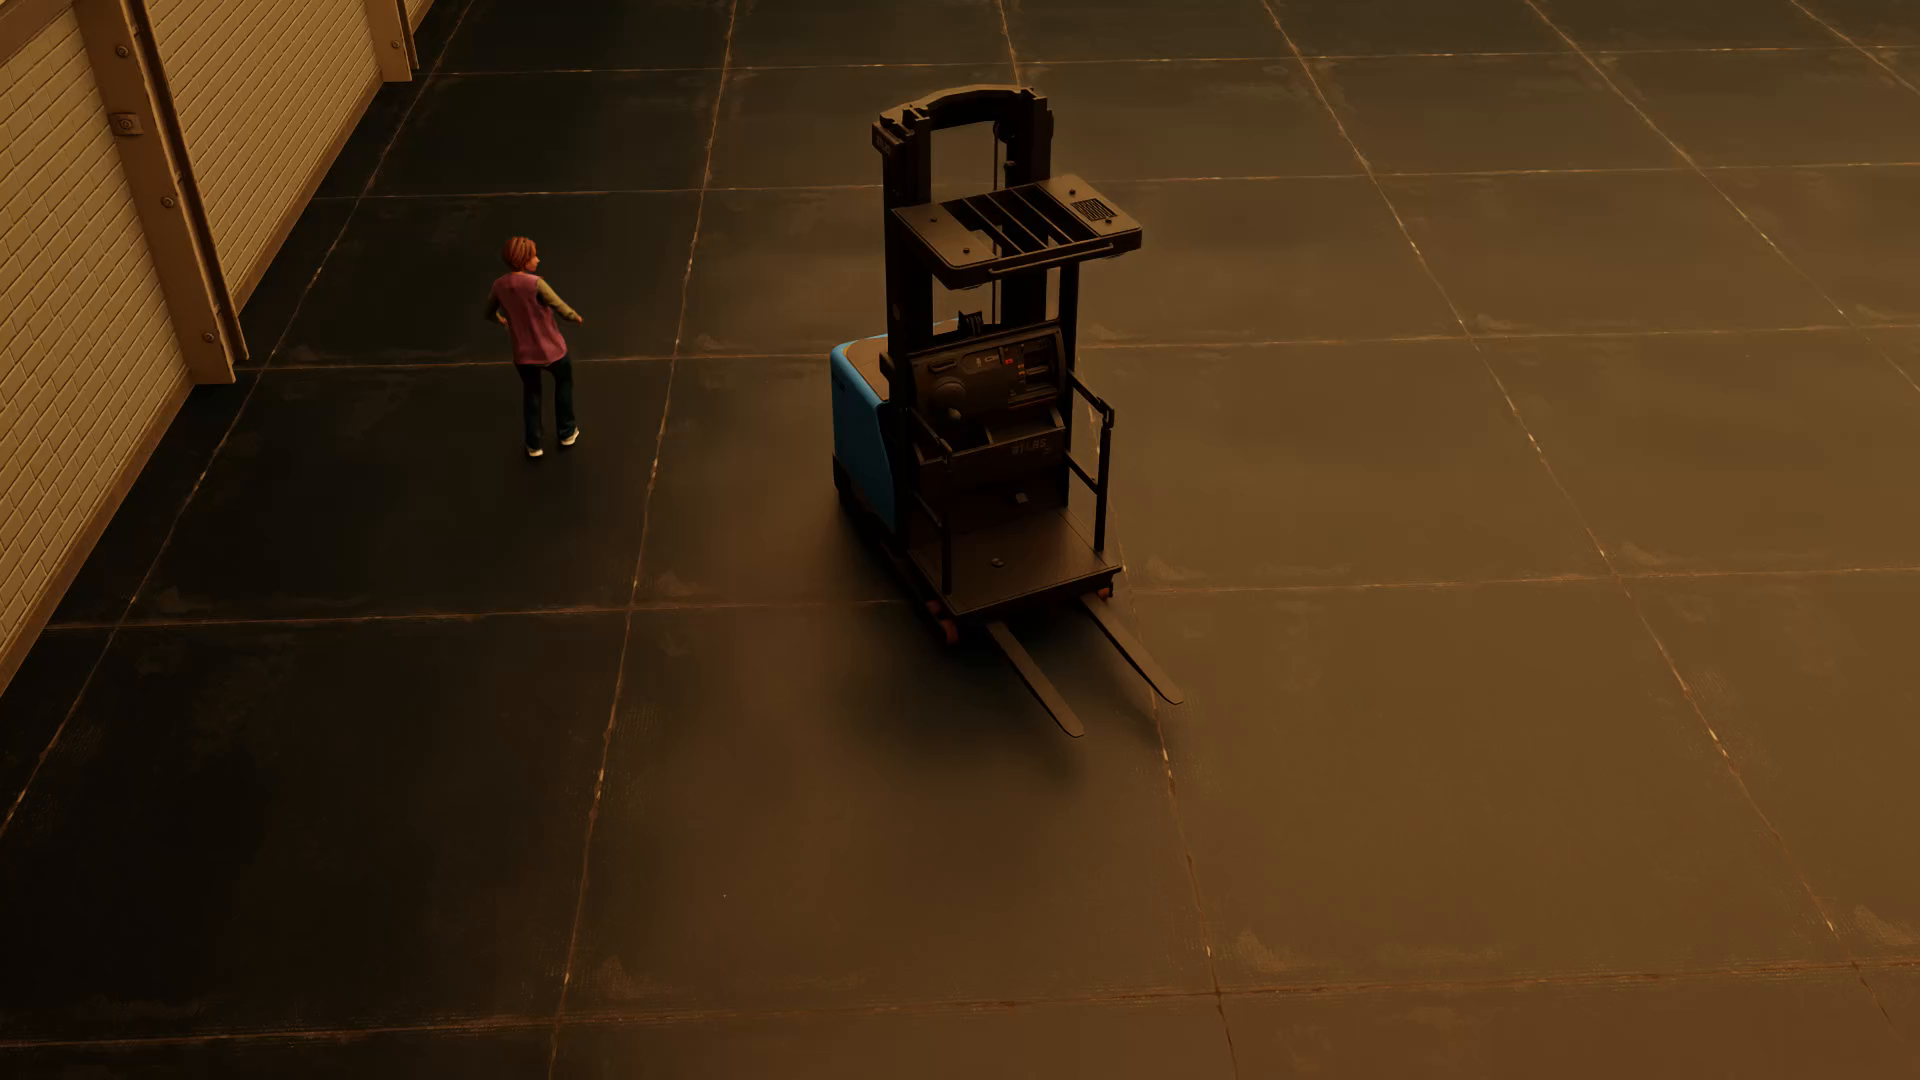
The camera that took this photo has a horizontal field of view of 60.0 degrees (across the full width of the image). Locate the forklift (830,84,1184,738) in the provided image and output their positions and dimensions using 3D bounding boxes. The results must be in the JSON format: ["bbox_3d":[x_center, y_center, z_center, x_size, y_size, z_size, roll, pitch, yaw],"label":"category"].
[{"bbox_3d":[0.258,-0.860,9.192,1.130,2.935,3.031,-15,39,-20],"label":"forklift"}]

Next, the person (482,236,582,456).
[{"bbox_3d":[-2.789,-1.274,10.973,0.660,1.545,0.509,4,36,5],"label":"person"}]
